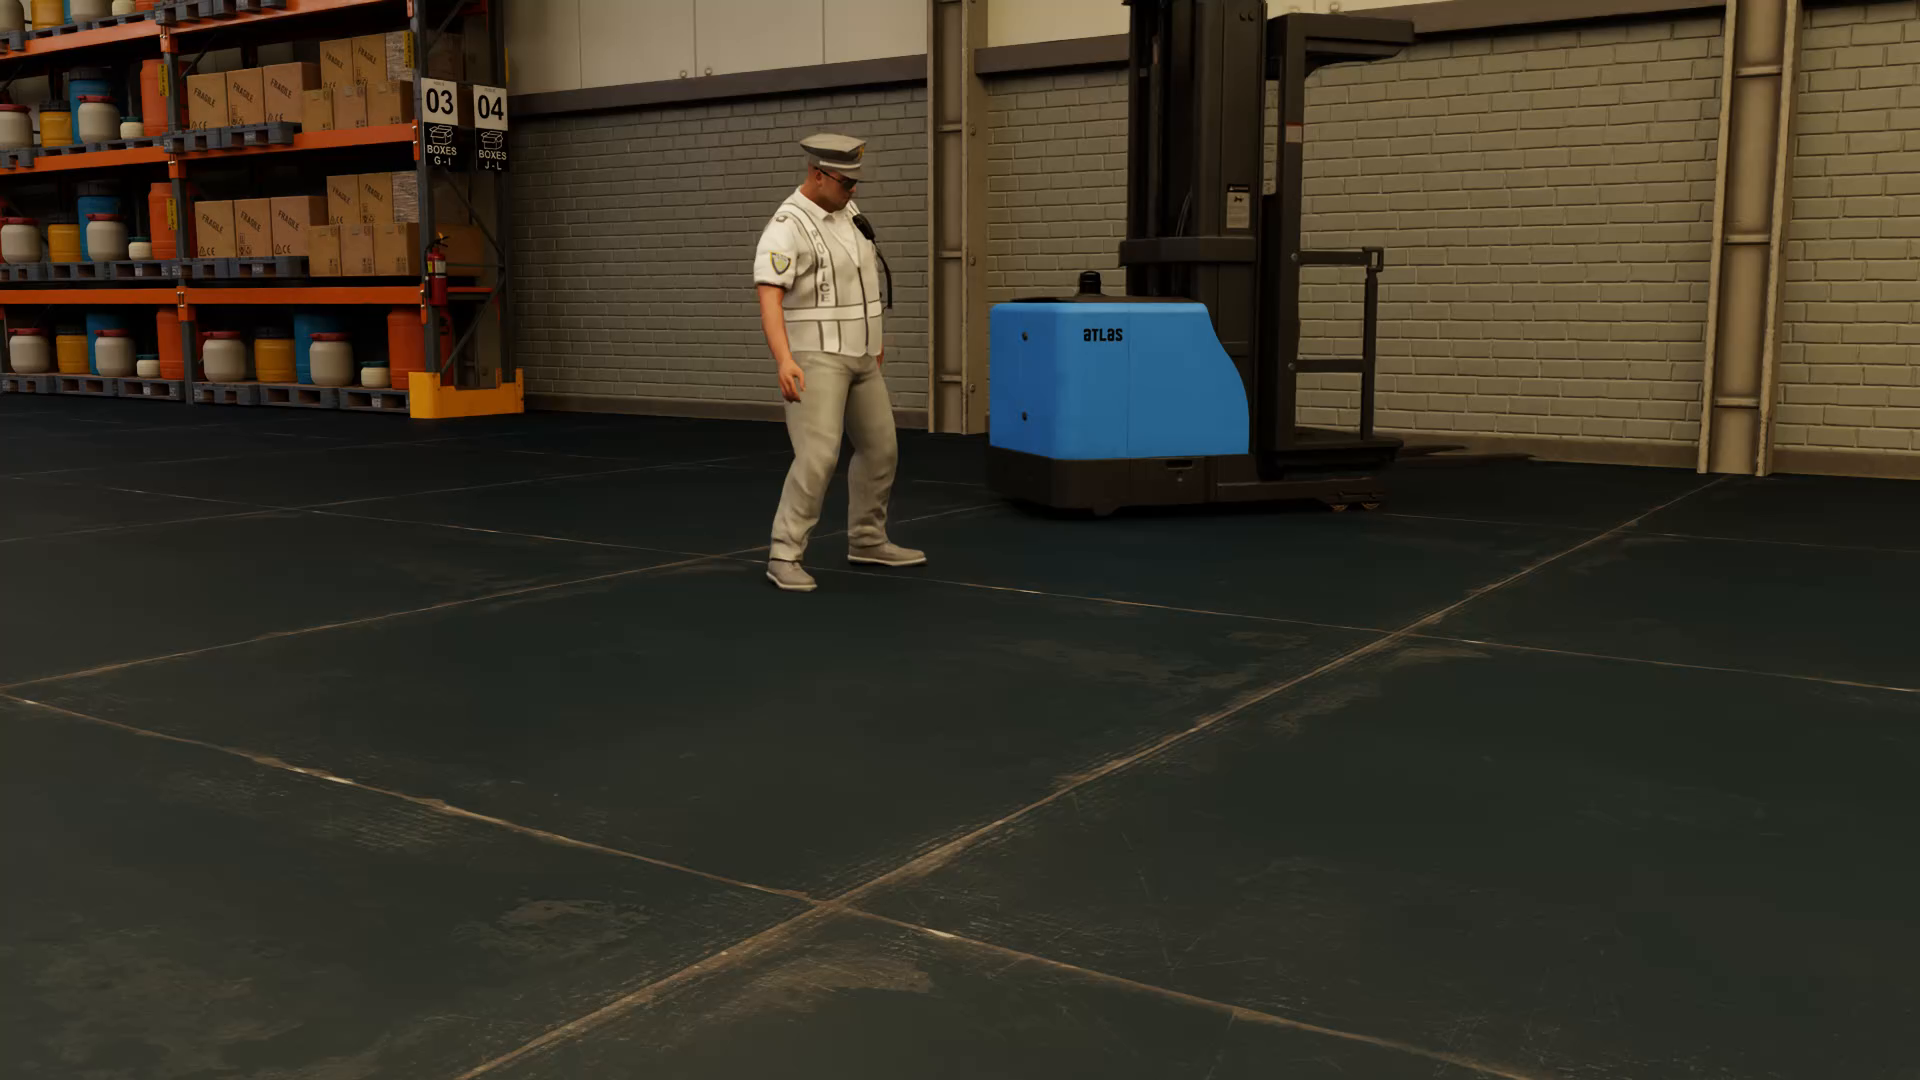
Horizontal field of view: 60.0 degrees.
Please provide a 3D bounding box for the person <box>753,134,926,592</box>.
[{"bbox_3d":[-0.494,-0.684,6.467,0.427,1.686,0.917,5,10,33],"label":"person"}]

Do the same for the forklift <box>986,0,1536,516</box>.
[{"bbox_3d":[1.714,-1.674,8.964,3.031,2.935,1.130,-3,9,-21],"label":"forklift"}]
